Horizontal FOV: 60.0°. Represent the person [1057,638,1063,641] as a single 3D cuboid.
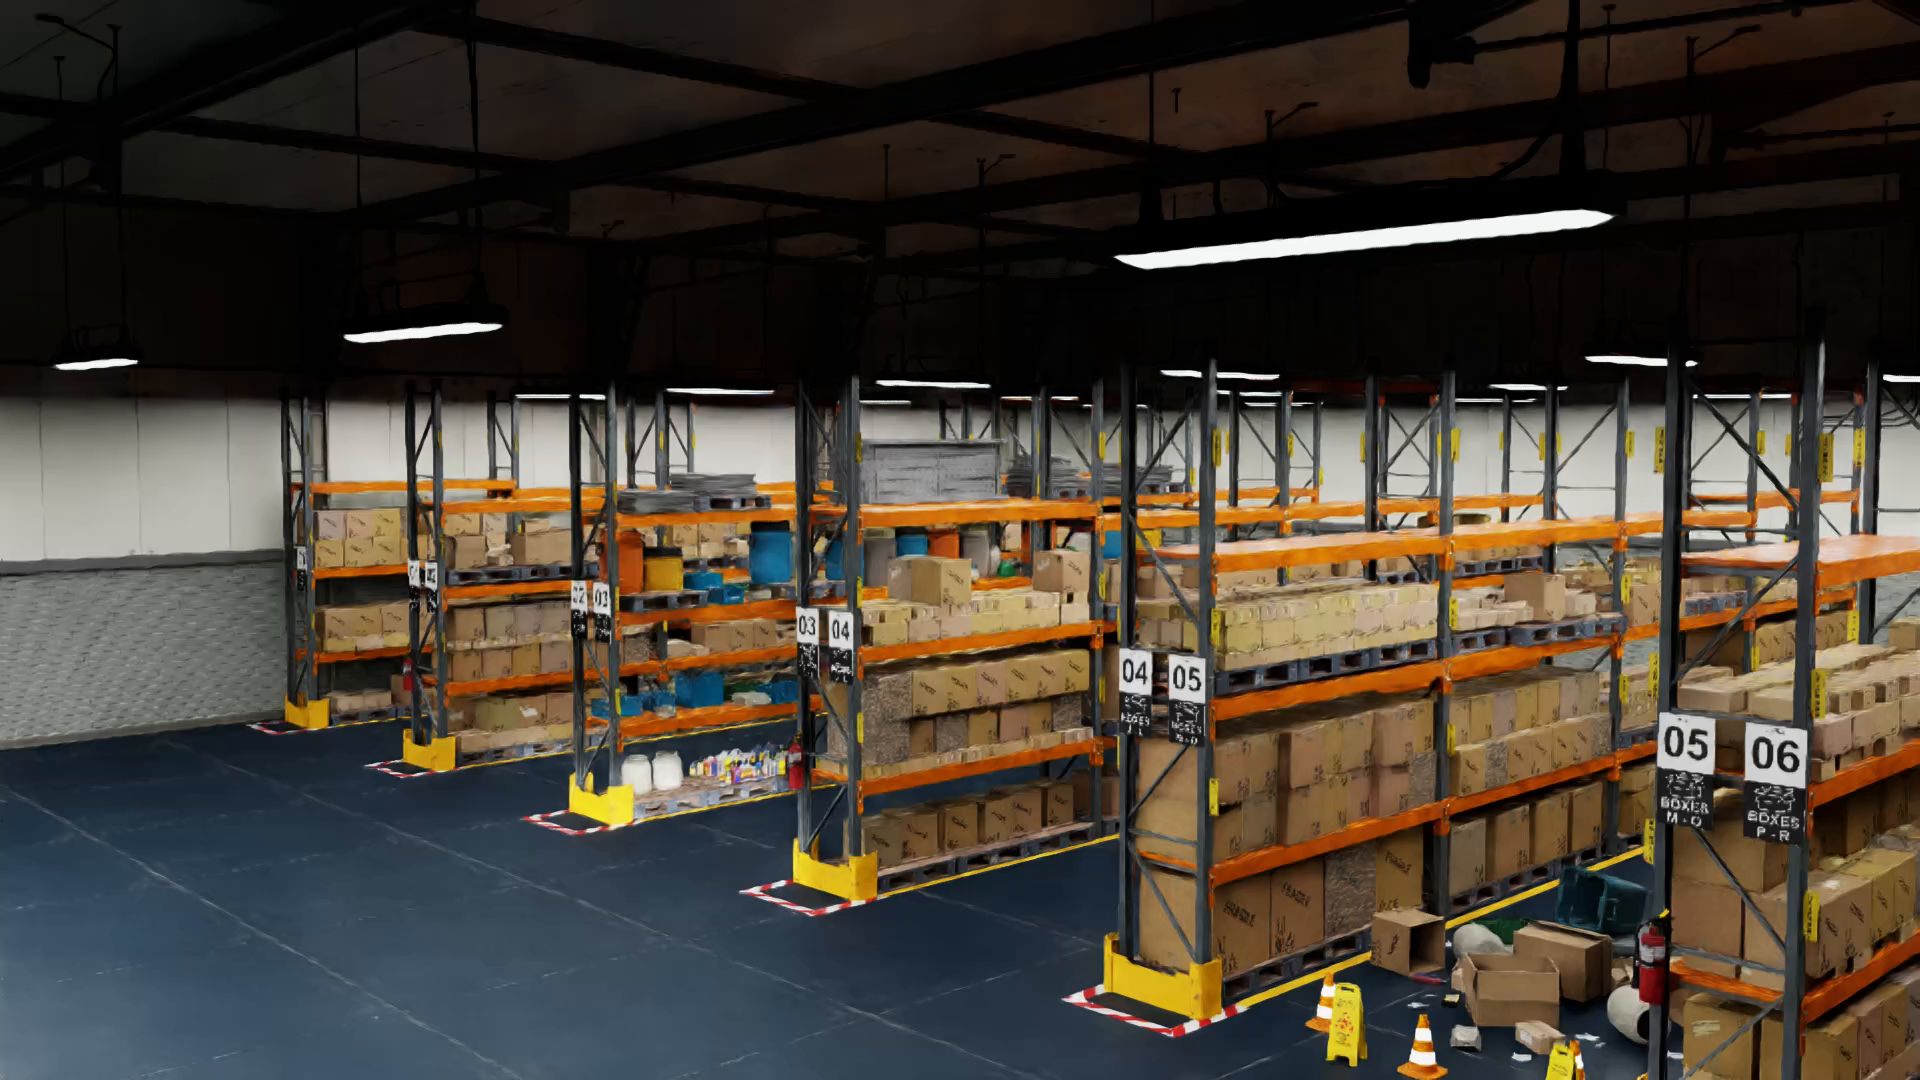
[{"bbox_3d":[2.460,1.877,38.161,0.441,1.683,0.552,2,4,27],"label":"person"}]
